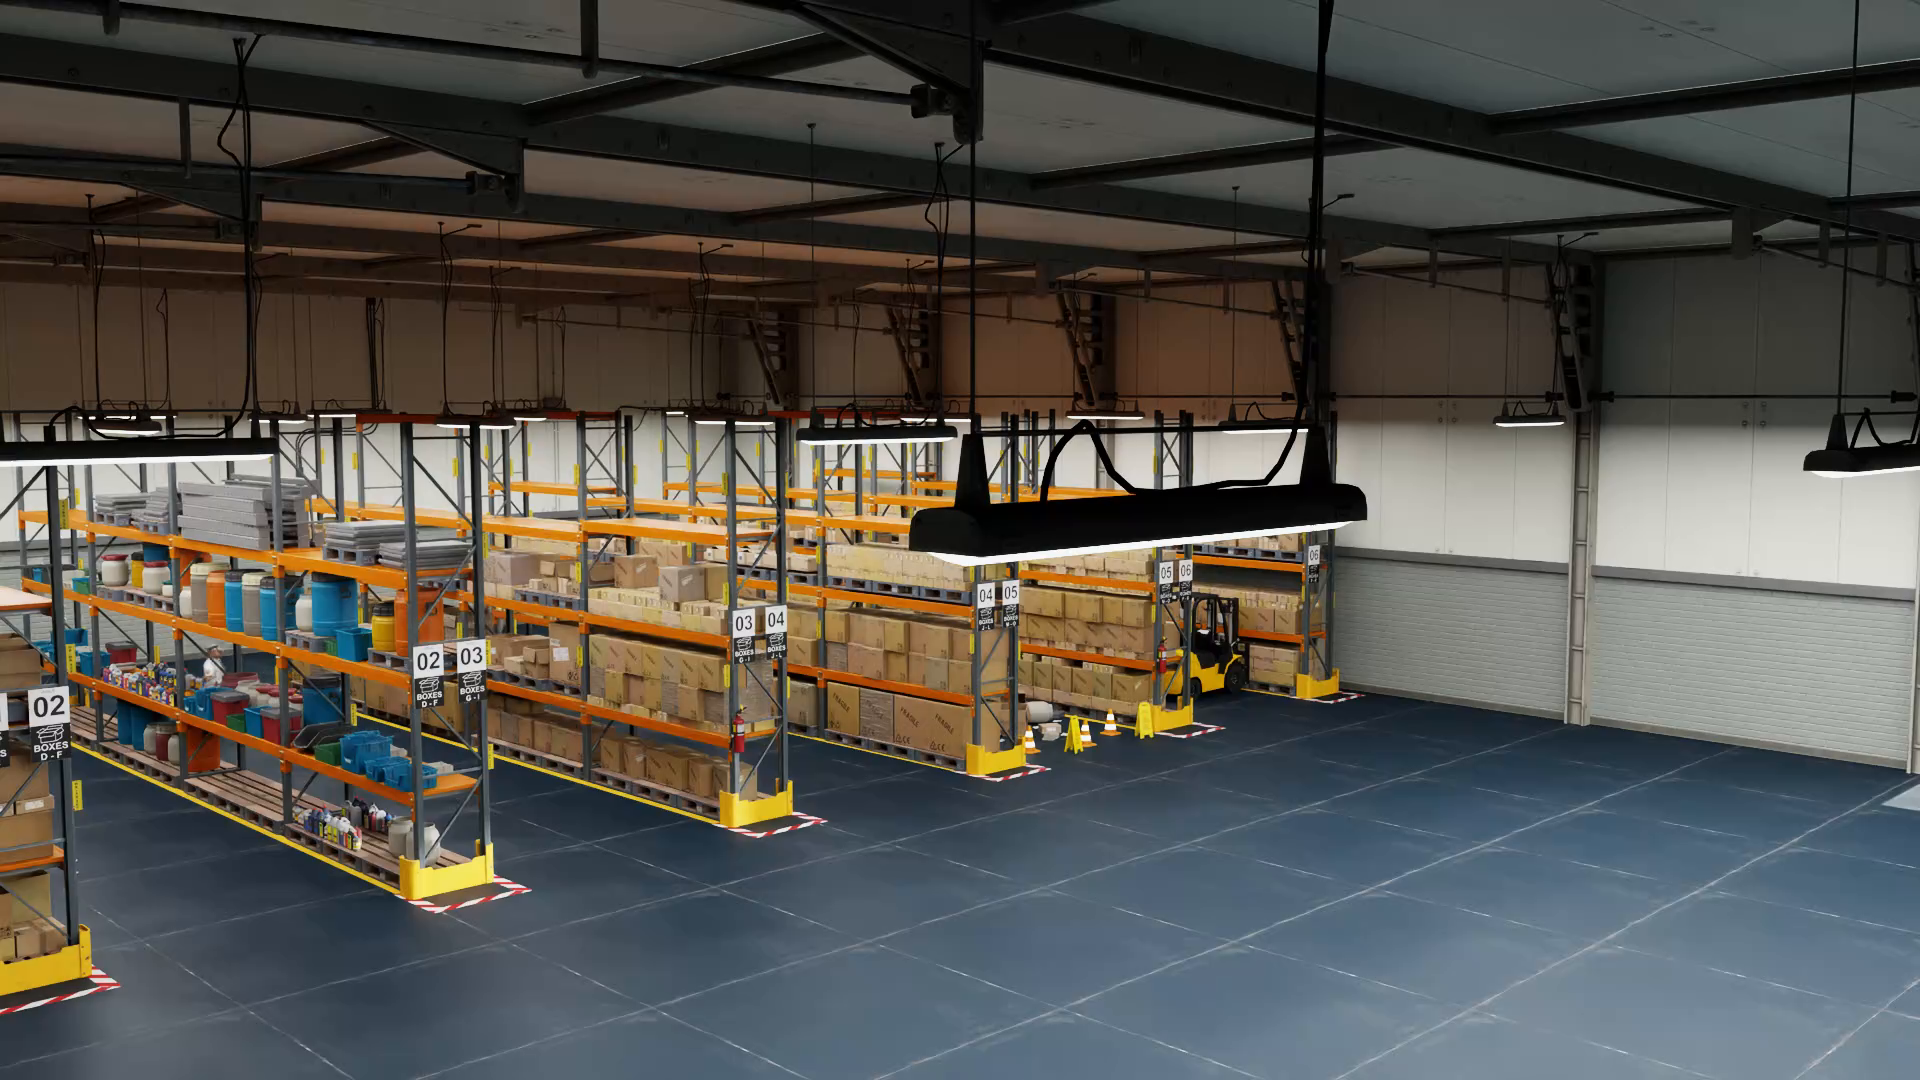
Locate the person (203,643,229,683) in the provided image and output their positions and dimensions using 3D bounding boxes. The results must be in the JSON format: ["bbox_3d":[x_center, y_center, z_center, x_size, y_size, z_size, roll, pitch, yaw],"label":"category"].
[{"bbox_3d":[-13.810,2.768,30.911,1.048,1.705,0.531,2,5,25],"label":"person"}]

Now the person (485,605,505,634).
[{"bbox_3d":[-11.399,1.881,40.970,0.646,1.743,0.790,-3,6,-27],"label":"person"}]
